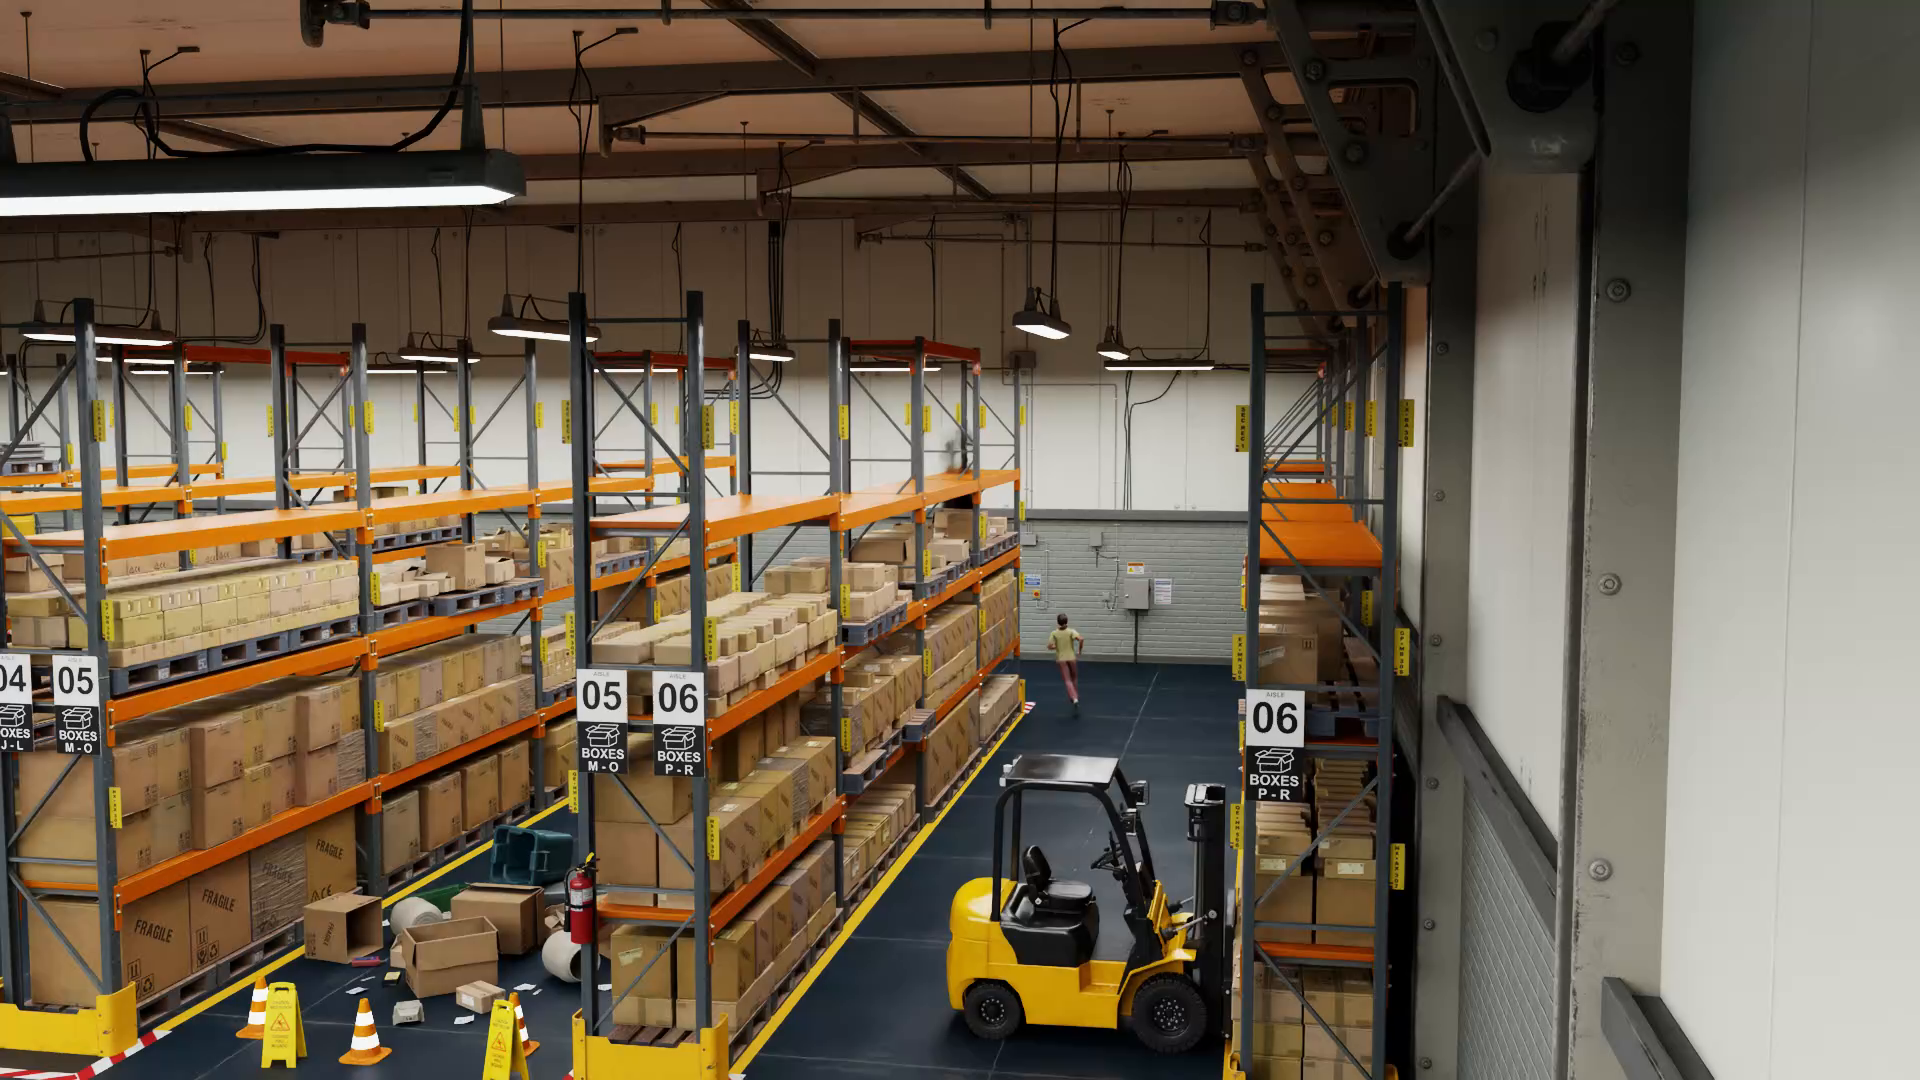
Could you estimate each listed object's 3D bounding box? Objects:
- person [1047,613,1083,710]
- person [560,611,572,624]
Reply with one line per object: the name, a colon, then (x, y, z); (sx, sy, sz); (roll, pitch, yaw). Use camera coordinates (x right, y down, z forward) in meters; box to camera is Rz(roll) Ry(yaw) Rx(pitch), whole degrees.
person: (1.766, 2.081, 28.095); (0.594, 1.657, 0.932); (0, 5, -4)
person: (-6.503, 2.061, 27.785); (0.689, 1.737, 0.679); (2, 5, 23)
